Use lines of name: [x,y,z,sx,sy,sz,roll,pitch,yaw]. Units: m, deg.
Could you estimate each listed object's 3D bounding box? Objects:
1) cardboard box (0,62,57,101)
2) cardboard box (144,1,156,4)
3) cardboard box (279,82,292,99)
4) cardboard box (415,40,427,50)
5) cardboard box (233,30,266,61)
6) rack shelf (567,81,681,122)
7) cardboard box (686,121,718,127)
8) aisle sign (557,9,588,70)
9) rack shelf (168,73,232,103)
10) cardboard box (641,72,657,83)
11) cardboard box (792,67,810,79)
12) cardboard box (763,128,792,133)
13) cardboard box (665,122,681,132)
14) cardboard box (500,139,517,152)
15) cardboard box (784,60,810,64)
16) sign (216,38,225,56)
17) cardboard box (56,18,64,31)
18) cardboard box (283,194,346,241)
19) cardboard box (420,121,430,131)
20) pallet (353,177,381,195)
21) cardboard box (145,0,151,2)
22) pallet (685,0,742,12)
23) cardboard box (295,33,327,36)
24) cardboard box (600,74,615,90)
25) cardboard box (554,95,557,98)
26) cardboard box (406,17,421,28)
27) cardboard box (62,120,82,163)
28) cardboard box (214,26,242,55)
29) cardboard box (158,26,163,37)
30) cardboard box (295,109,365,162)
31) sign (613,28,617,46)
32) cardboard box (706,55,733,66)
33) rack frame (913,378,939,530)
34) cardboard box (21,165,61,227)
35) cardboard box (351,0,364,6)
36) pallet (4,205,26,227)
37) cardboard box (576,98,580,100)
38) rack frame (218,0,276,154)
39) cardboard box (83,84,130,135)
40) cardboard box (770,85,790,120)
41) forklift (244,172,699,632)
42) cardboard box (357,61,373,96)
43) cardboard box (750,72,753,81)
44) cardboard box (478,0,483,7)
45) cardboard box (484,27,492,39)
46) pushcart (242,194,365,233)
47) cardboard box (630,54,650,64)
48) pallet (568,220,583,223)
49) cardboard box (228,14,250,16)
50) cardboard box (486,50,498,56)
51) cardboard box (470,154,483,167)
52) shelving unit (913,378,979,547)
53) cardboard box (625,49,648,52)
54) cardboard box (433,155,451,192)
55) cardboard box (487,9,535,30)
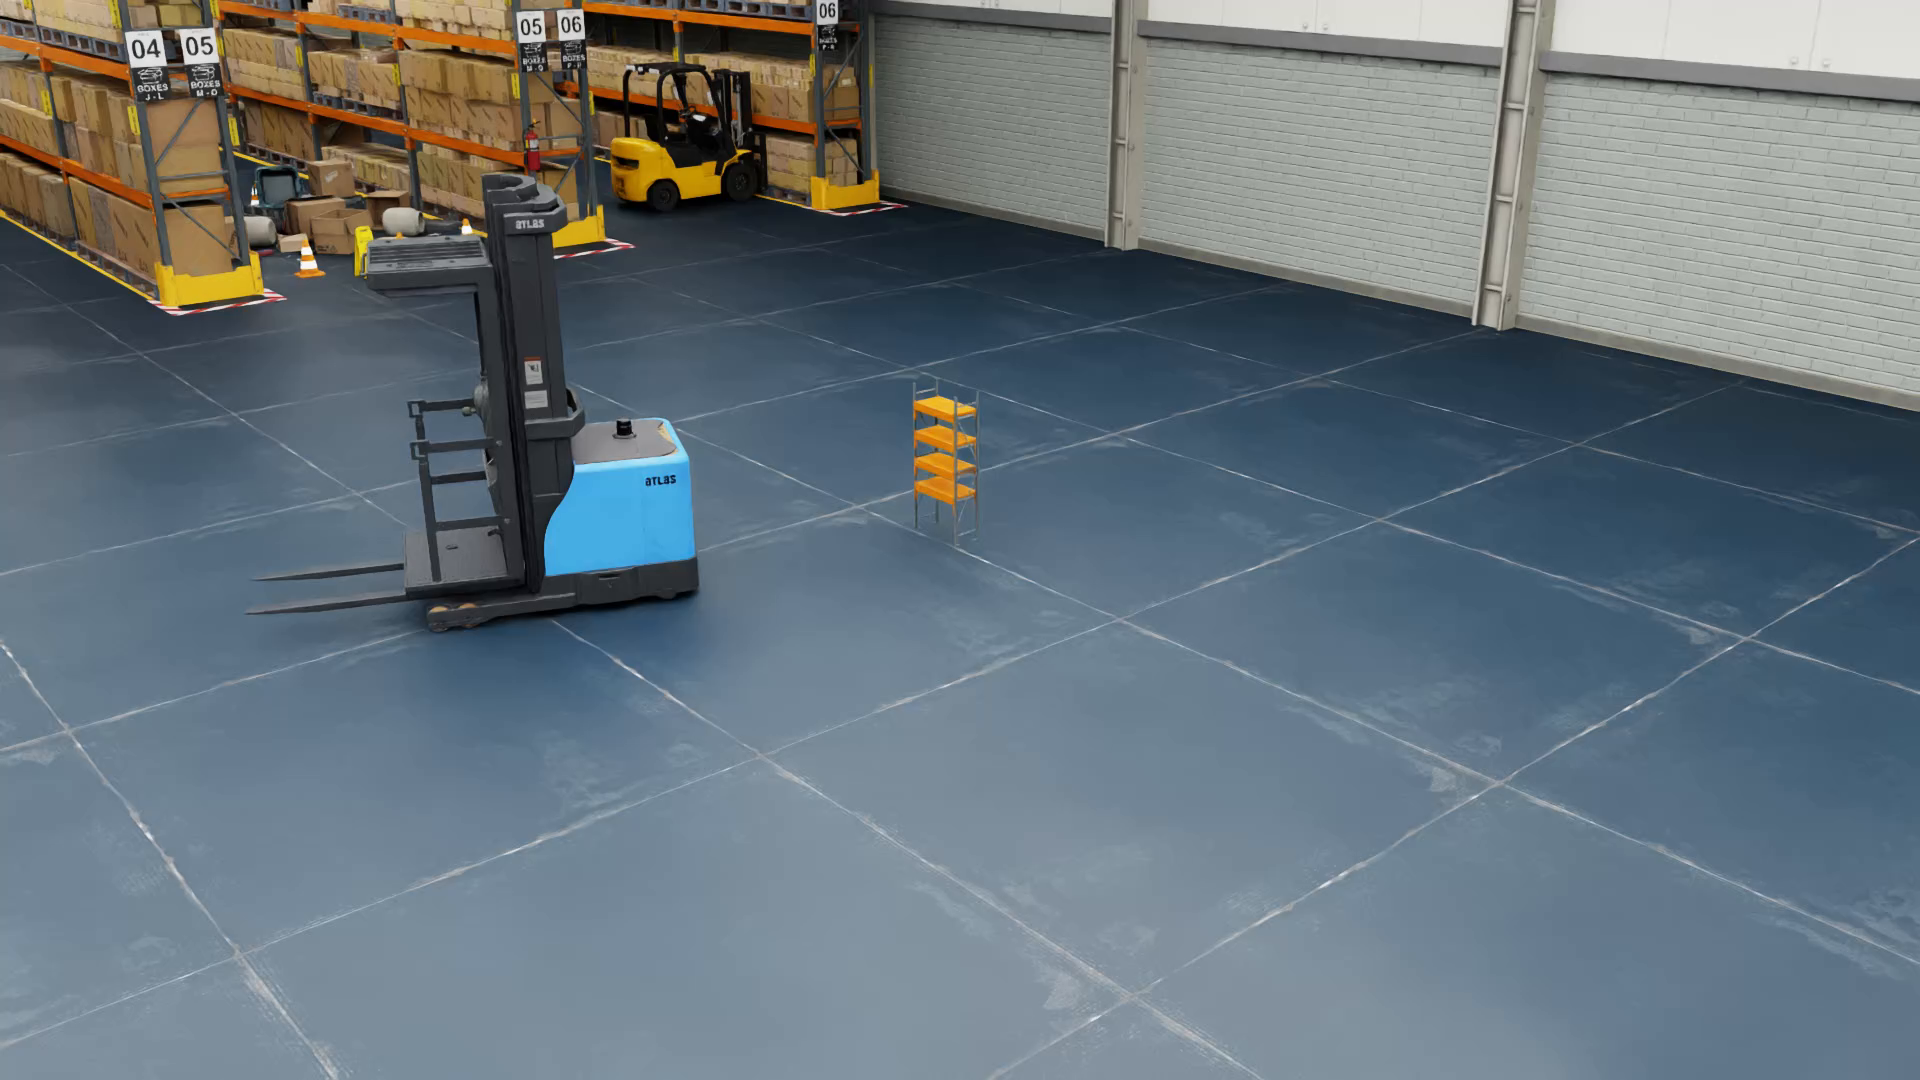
cardboard box: [-13.899,-6.868,24.898,0.700,0.500,0.500,-18,28,-38]
cardboard box: [-9.746,-6.453,20.319,0.500,0.250,0.500,-18,28,-38]
cardboard box: [-11.704,-7.973,29.434,0.500,0.250,0.500,-17,27,-37]
cardboard box: [-11.541,-10.822,36.298,0.500,0.250,0.500,-18,28,-38]
cardboard box: [-13.020,-9.121,30.651,0.500,0.500,0.500,-18,27,-38]
rack shelf: [-5.768,-8.123,30.597,1.077,0.370,4.000,-17,27,-37]
cardboard box: [-4.384,-7.078,28.765,0.500,0.250,0.500,-18,28,-38]
aisle sign: [-5.334,-6.885,22.884,0.394,0.787,0.004,-17,27,-37]
rack shelf: [-14.748,-9.151,33.221,1.077,0.370,4.000,-17,27,-37]
cardboard box: [-5.318,-8.284,29.541,0.500,0.250,0.500,-18,28,-39]
cardboard box: [-2.429,-7.397,26.322,0.380,0.149,0.250,-17,27,-37]
cardboard box: [-2.998,-6.780,28.005,0.500,0.250,0.500,-18,28,-38]
cardboard box: [-4.811,-7.137,29.773,0.875,0.625,0.625,-16,26,-35]
cardboard box: [-6.265,-5.597,23.505,0.380,0.149,0.250,-18,28,-38]
cardboard box: [-2.675,-7.816,27.391,0.380,0.149,0.250,-18,28,-39]
sign: [-13.862,-9.240,31.168,0.100,0.325,0.005,-17,27,-37]
cardboard box: [-11.259,-6.576,21.179,0.380,0.149,0.250,-18,28,-38]
cardboard box: [-9.291,-4.657,23.999,0.797,0.637,0.503,-17,27,-37]
cardboard box: [-8.053,-6.385,25.517,0.380,0.149,0.250,-16,27,-36]
pallet: [-9.530,-5.976,27.953,1.003,0.211,1.213,-17,27,-37]
cardboard box: [-9.765,-6.683,20.358,0.380,0.149,0.250,-17,27,-37]
pallet: [-3.886,-9.031,27.938,1.003,0.211,1.213,-17,27,-37]
cardboard box: [-11.625,-8.816,29.871,0.500,0.500,0.500,-17,27,-36]
cardboard box: [-6.303,-8.479,30.725,0.500,0.250,0.500,-19,28,-39]
cardboard box: [-6.049,-6.142,24.007,0.500,0.500,0.500,-16,27,-36]
cardboard box: [-8.076,-7.772,24.945,0.380,0.149,0.250,-17,27,-37]
cardboard box: [-11.654,-5.487,22.675,0.875,0.550,0.550,-17,27,-37]
cardboard box: [-13.960,-9.510,31.643,0.500,0.500,0.500,-18,28,-38]
cardboard box: [-9.604,-6.244,20.331,0.380,0.149,0.250,-17,27,-37]
cardboard box: [-11.219,-7.245,29.706,0.875,0.875,0.875,-18,28,-38]
sign: [-6.655,-9.683,32.005,0.100,0.325,0.005,-17,27,-37]
cardboard box: [-4.067,-8.115,28.155,0.380,0.149,0.250,-18,28,-38]
rack frame: [-0.267,-0.672,13.054,0.240,1.200,0.015,-17,27,-37]
cardboard box: [-13.005,-5.082,24.355,1.050,0.750,0.750,-17,27,-37]
cardboard box: [-9.370,-8.654,26.483,0.500,0.250,0.500,-17,27,-37]
pallet: [-14.058,-5.087,25.684,1.003,0.211,1.213,-17,27,-37]
cardboard box: [-7.554,-8.692,33.025,0.380,0.149,0.250,-17,27,-37]
rack frame: [-13.442,-8.933,31.679,1.000,3.000,0.127,-17,27,-37]
cardboard box: [-10.642,-5.528,21.299,0.875,0.550,0.500,-17,27,-37]
cardboard box: [-2.703,-7.066,26.774,0.500,0.500,0.500,-16,27,-36]
forklift: [-3.451,-0.954,11.400,3.031,2.935,1.130,-7,22,-17]
cardboard box: [-9.353,-7.457,26.789,0.500,0.500,0.500,-16,27,-36]
cardboard box: [-3.240,-7.617,27.292,0.380,0.149,0.250,-18,27,-38]
cardboard box: [-6.500,-7.521,23.211,0.380,0.149,0.250,-17,27,-37]
cardboard box: [-6.389,-7.072,23.158,0.380,0.149,0.250,-16,27,-36]
pushcart: [-9.915,-4.945,25.093,0.936,0.377,1.648,12,24,27]
cardboard box: [-5.710,-8.642,29.908,0.380,0.149,0.250,-17,27,-37]
pallet: [-6.162,-4.573,24.370,1.003,0.211,1.213,-17,27,-37]
cardboard box: [-14.097,-10.187,32.483,0.380,0.149,0.250,-18,28,-39]
cardboard box: [-9.200,-10.028,33.761,0.700,0.500,0.500,-17,27,-37]
cardboard box: [-6.953,-5.572,24.375,0.380,0.149,0.250,-16,27,-35]
shelving unit: [-0.108,-0.604,12.882,0.258,1.200,0.503,-17,27,-37]
cardboard box: [-6.005,-9.044,30.935,0.380,0.149,0.250,-18,27,-38]
cardboard box: [-7.681,-5.615,25.373,0.500,0.500,0.500,-16,27,-35]
cardboard box: [-6.147,-7.160,22.837,0.500,0.250,0.500,-18,28,-38]
